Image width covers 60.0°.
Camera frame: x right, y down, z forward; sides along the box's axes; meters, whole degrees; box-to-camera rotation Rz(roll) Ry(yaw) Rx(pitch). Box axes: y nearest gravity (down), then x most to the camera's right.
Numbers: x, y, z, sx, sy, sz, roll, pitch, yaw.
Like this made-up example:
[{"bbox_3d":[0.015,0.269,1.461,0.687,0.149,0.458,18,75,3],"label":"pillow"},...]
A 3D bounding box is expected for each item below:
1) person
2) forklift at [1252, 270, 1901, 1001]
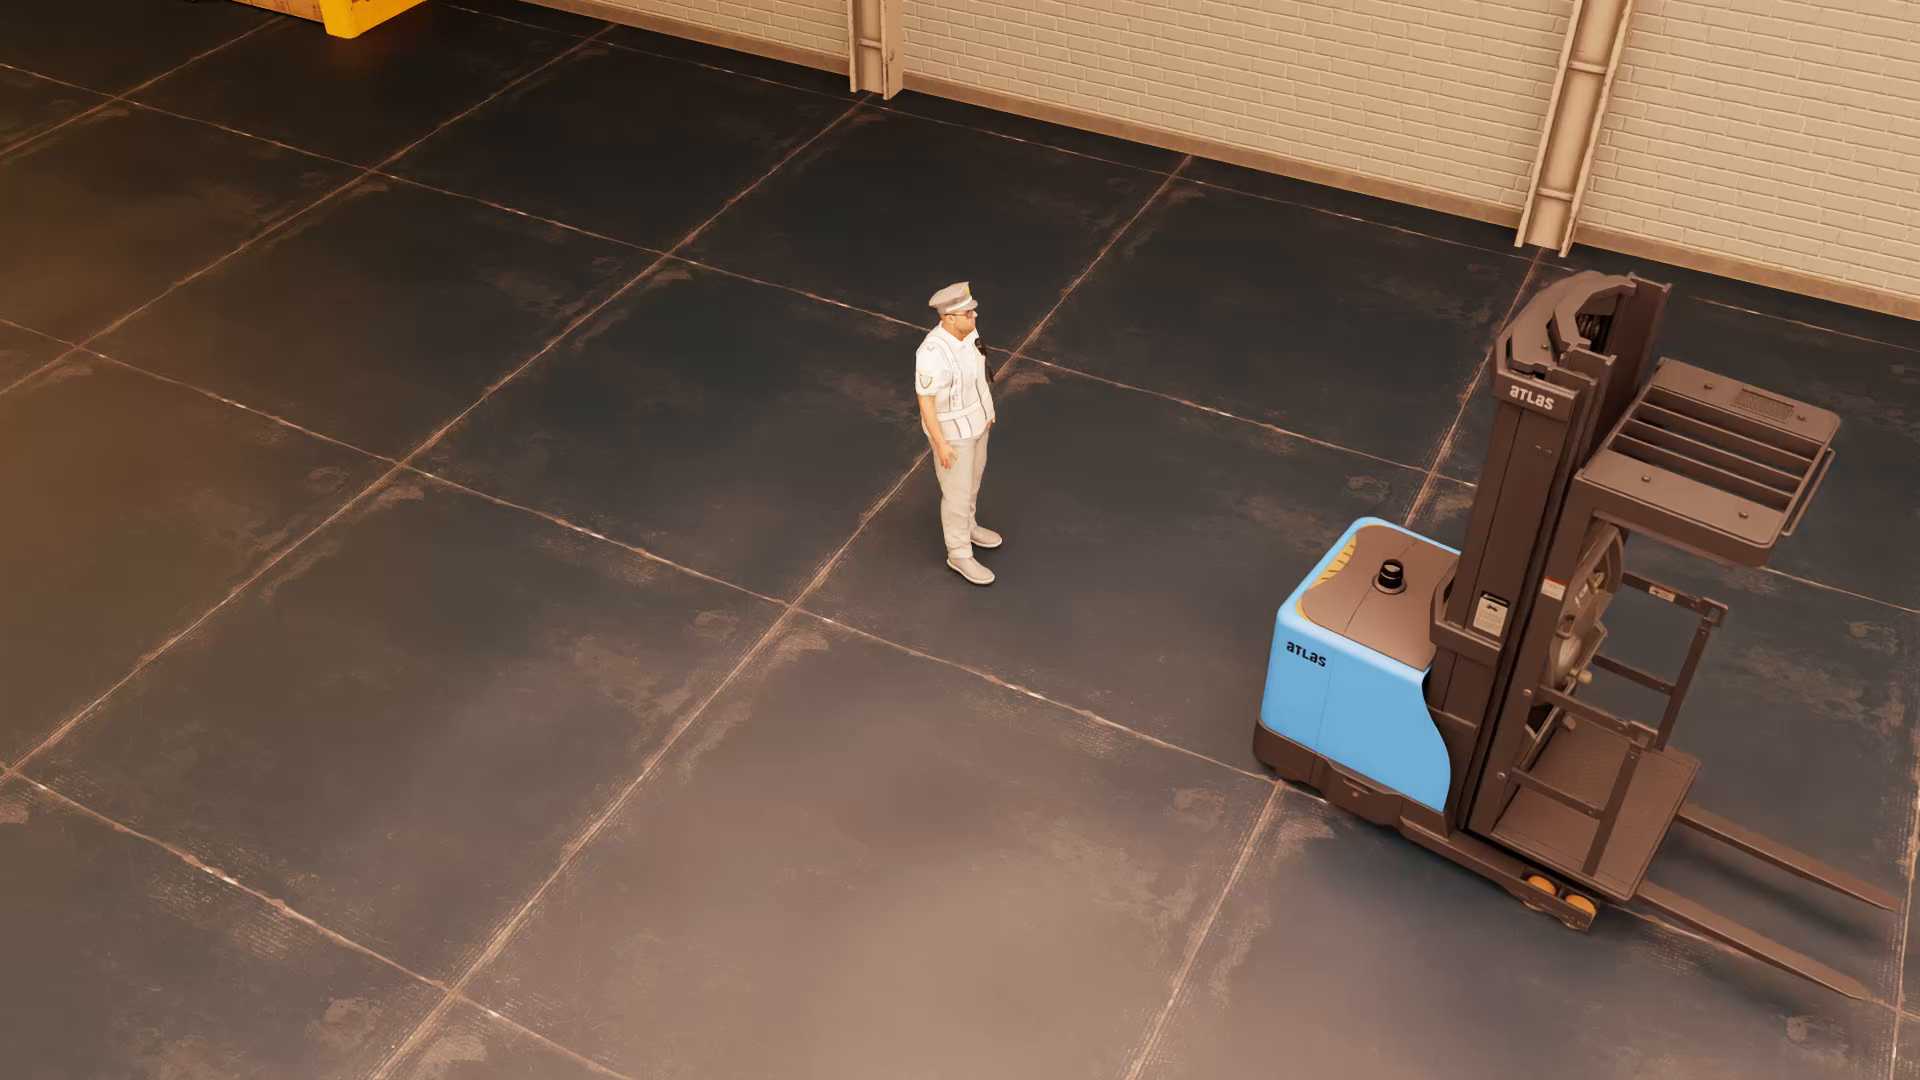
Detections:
[{"bbox_3d":[0.064,-0.657,9.648,0.574,1.778,0.641,18,43,21],"label":"person"},{"bbox_3d":[3.040,0.366,7.552,3.031,2.935,1.130,25,46,27],"label":"forklift"}]
